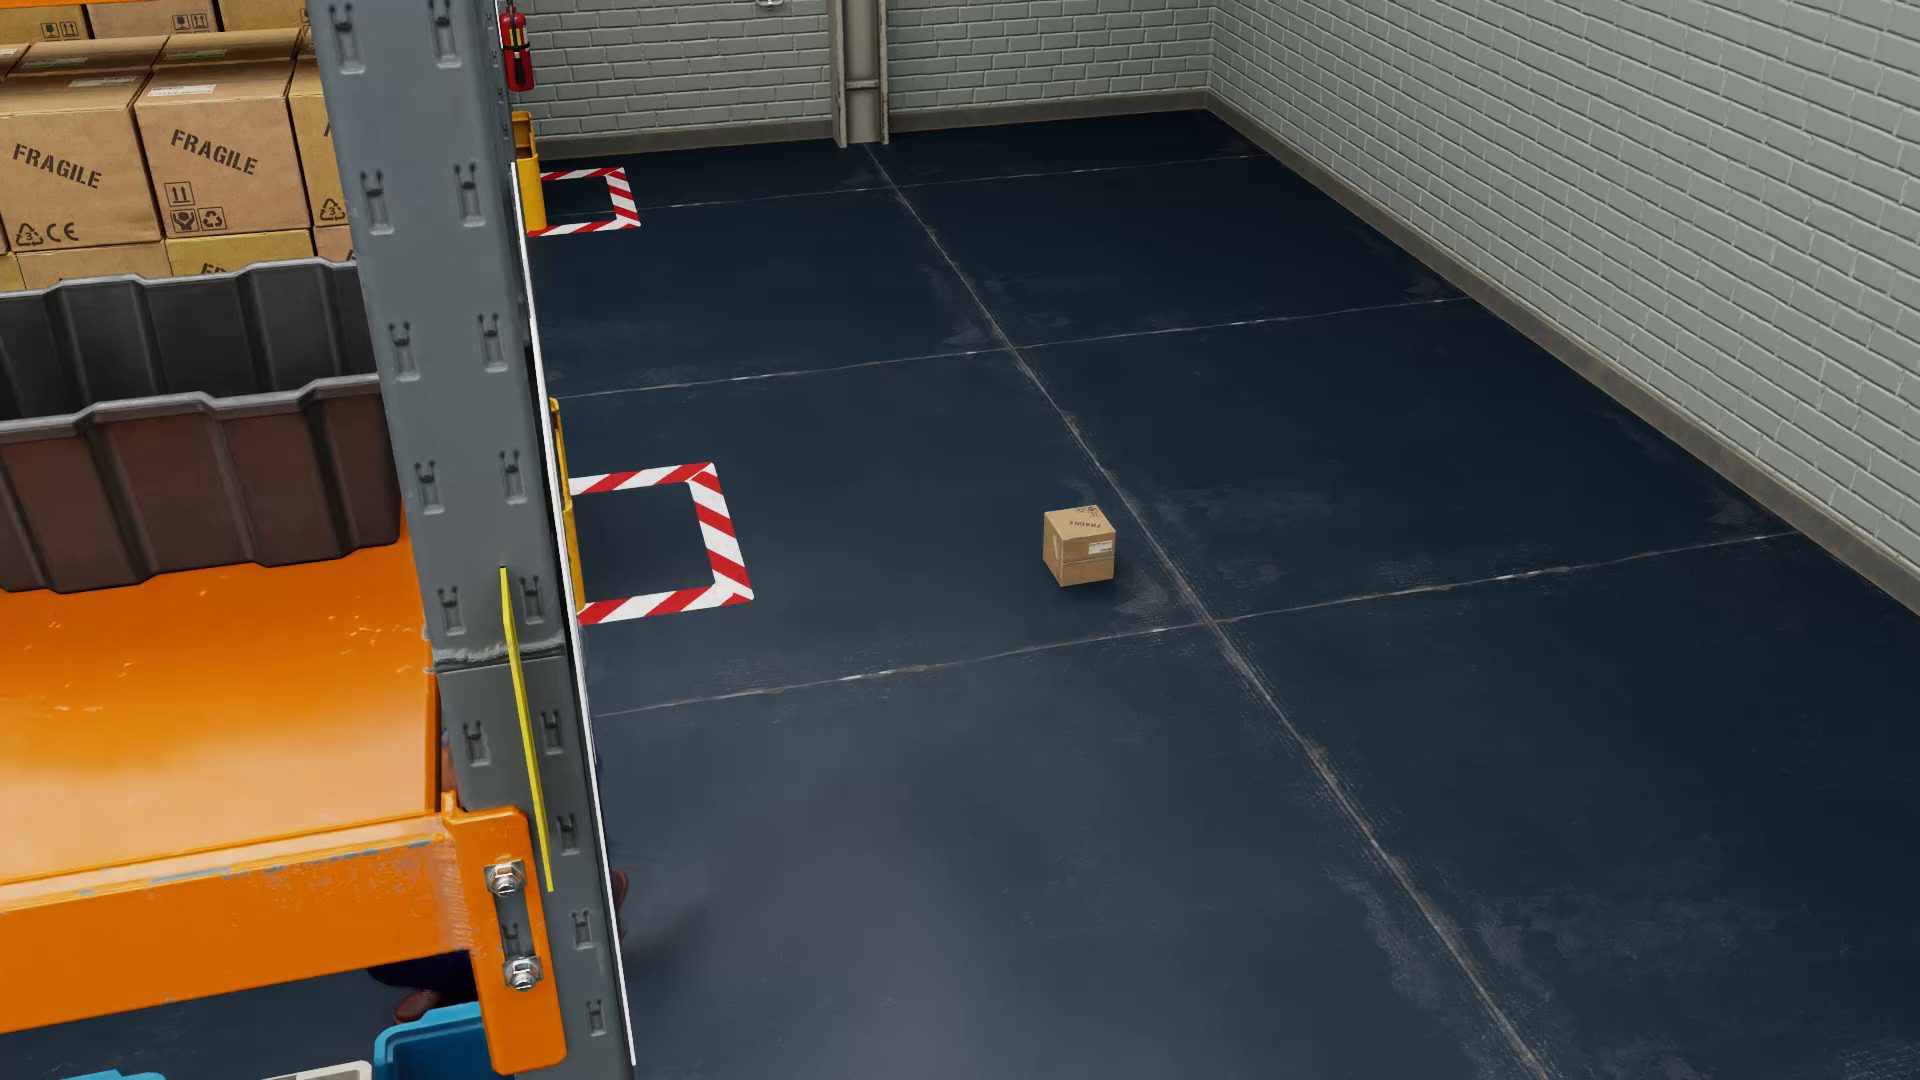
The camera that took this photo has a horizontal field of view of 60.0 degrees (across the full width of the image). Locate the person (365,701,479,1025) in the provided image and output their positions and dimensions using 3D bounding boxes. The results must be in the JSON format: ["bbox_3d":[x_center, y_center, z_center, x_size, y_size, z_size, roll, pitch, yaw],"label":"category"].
[{"bbox_3d":[-1.637,0.800,4.751,0.433,1.667,0.510,-25,39,-36],"label":"person"}]
